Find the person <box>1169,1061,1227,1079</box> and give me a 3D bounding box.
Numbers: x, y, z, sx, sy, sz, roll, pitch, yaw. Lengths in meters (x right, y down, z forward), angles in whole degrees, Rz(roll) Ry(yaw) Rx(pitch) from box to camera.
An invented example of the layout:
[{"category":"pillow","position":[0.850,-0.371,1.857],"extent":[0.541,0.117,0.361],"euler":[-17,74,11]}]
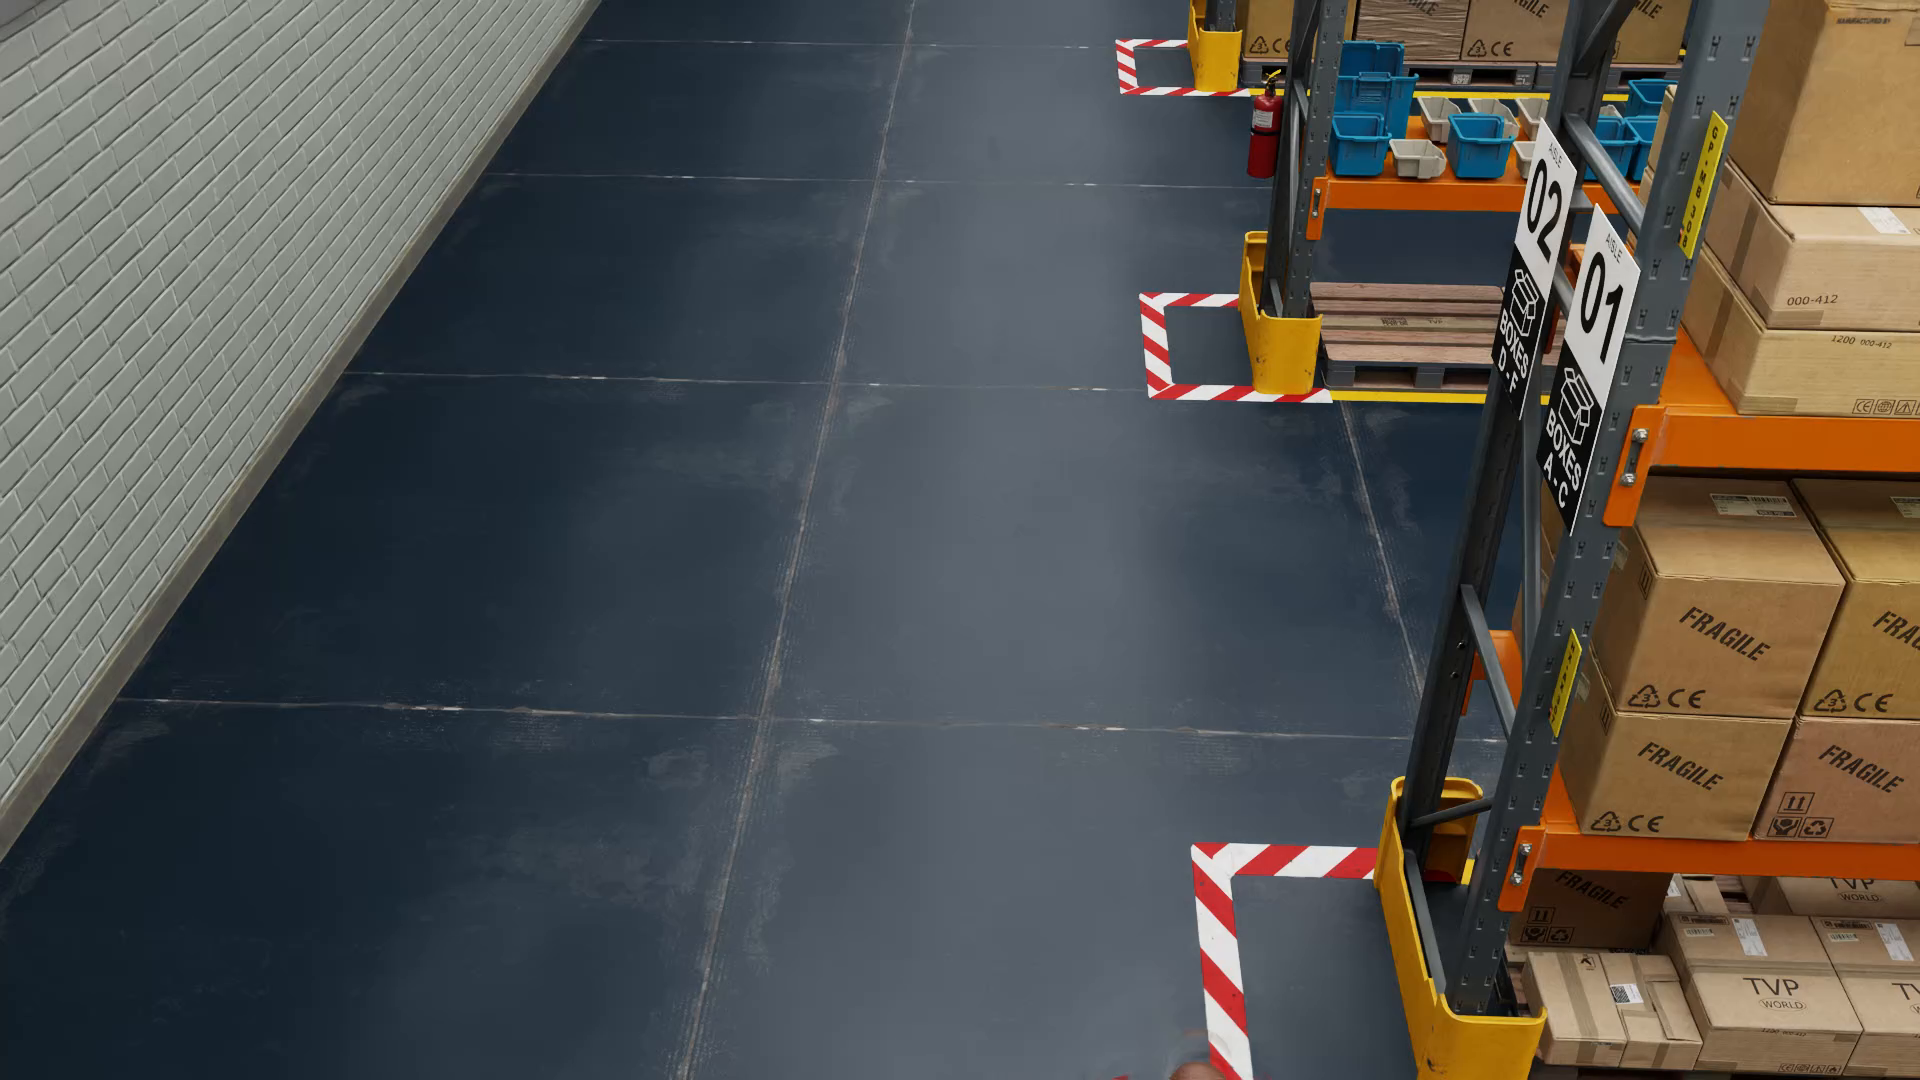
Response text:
[{"category":"person","position":[0.565,1.953,4.306],"extent":[0.538,1.611,0.764],"euler":[1,35,1]}]
